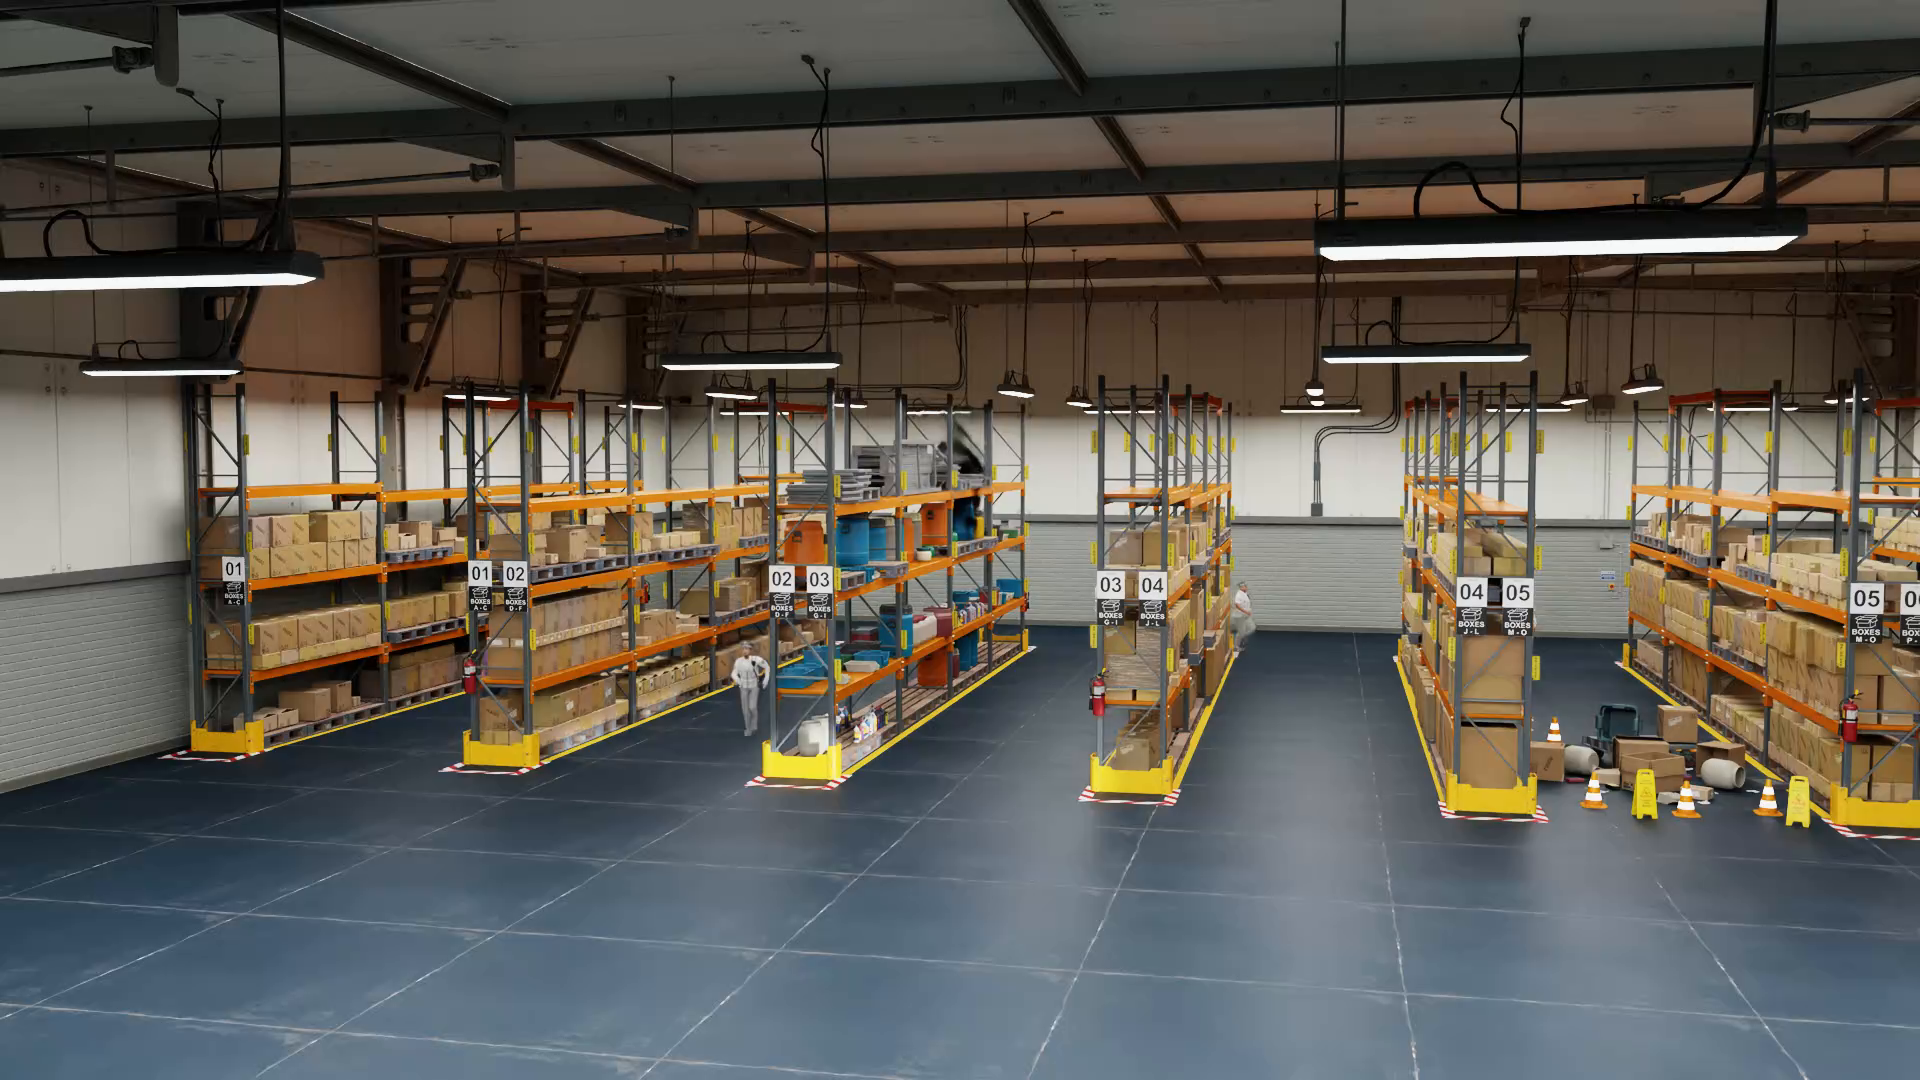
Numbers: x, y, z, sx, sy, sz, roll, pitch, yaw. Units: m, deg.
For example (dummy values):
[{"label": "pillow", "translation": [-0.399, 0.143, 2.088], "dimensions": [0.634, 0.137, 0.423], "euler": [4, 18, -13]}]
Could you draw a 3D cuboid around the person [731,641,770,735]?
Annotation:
[{"label": "person", "translation": [-3.593, 2.539, 28.459], "dimensions": [0.634, 1.651, 0.729], "euler": [0, 3, 7]}]

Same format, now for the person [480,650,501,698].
[{"label": "person", "translation": [-8.338, 2.532, 29.796], "dimensions": [0.559, 1.561, 0.539], "euler": [0, 3, 7]}]

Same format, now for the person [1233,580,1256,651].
[{"label": "person", "translation": [6.833, 1.848, 40.256], "dimensions": [0.590, 1.771, 0.696], "euler": [2, 4, 32]}]
